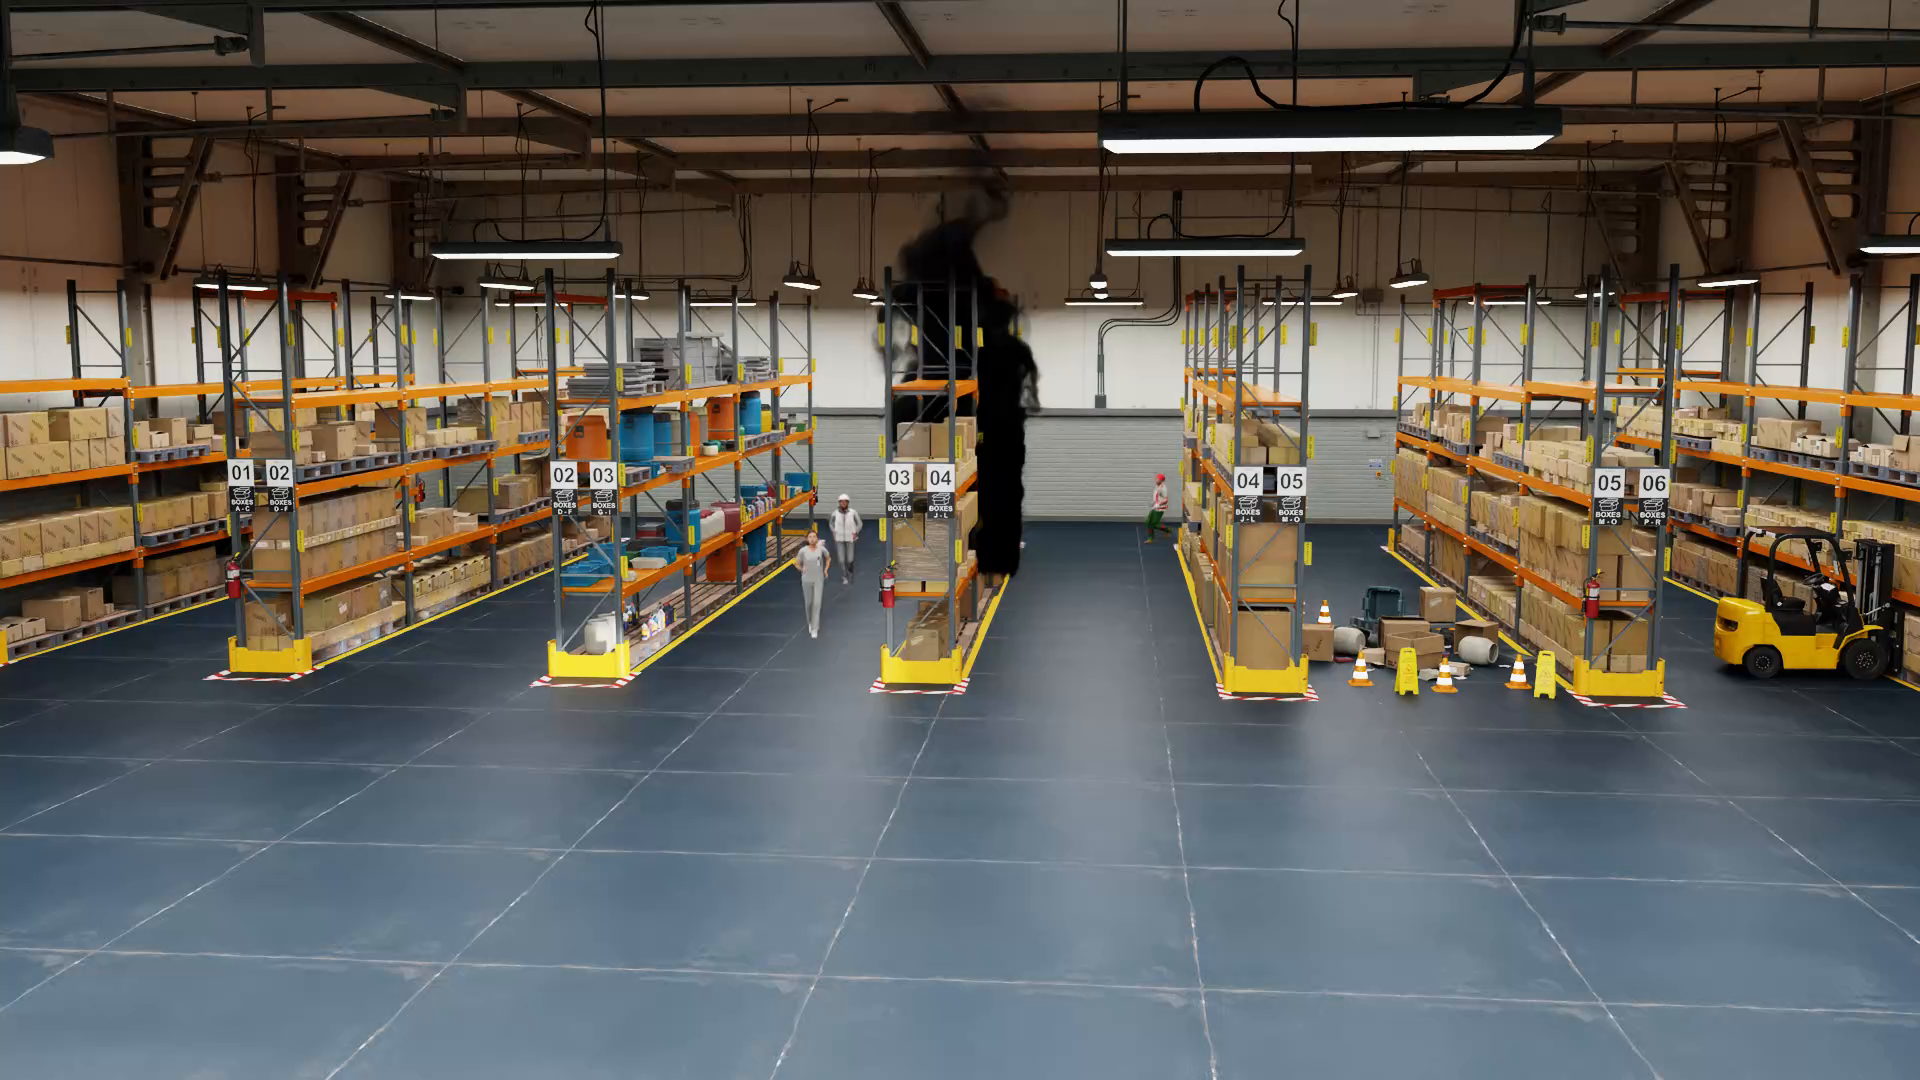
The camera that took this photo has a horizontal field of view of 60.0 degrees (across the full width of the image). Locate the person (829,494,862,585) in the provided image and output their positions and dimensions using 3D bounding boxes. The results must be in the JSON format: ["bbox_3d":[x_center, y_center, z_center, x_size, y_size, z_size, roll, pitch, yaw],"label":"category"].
[{"bbox_3d":[-2.194,0.004,31.716,0.638,1.750,0.538,0,7,1],"label":"person"}]

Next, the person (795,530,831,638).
[{"bbox_3d":[-2.328,0.672,26.376,0.568,1.668,0.856,-1,7,-5],"label":"person"}]

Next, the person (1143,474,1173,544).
[{"bbox_3d":[4.873,-0.753,40.431,0.717,1.739,0.707,-2,7,-14],"label":"person"}]
